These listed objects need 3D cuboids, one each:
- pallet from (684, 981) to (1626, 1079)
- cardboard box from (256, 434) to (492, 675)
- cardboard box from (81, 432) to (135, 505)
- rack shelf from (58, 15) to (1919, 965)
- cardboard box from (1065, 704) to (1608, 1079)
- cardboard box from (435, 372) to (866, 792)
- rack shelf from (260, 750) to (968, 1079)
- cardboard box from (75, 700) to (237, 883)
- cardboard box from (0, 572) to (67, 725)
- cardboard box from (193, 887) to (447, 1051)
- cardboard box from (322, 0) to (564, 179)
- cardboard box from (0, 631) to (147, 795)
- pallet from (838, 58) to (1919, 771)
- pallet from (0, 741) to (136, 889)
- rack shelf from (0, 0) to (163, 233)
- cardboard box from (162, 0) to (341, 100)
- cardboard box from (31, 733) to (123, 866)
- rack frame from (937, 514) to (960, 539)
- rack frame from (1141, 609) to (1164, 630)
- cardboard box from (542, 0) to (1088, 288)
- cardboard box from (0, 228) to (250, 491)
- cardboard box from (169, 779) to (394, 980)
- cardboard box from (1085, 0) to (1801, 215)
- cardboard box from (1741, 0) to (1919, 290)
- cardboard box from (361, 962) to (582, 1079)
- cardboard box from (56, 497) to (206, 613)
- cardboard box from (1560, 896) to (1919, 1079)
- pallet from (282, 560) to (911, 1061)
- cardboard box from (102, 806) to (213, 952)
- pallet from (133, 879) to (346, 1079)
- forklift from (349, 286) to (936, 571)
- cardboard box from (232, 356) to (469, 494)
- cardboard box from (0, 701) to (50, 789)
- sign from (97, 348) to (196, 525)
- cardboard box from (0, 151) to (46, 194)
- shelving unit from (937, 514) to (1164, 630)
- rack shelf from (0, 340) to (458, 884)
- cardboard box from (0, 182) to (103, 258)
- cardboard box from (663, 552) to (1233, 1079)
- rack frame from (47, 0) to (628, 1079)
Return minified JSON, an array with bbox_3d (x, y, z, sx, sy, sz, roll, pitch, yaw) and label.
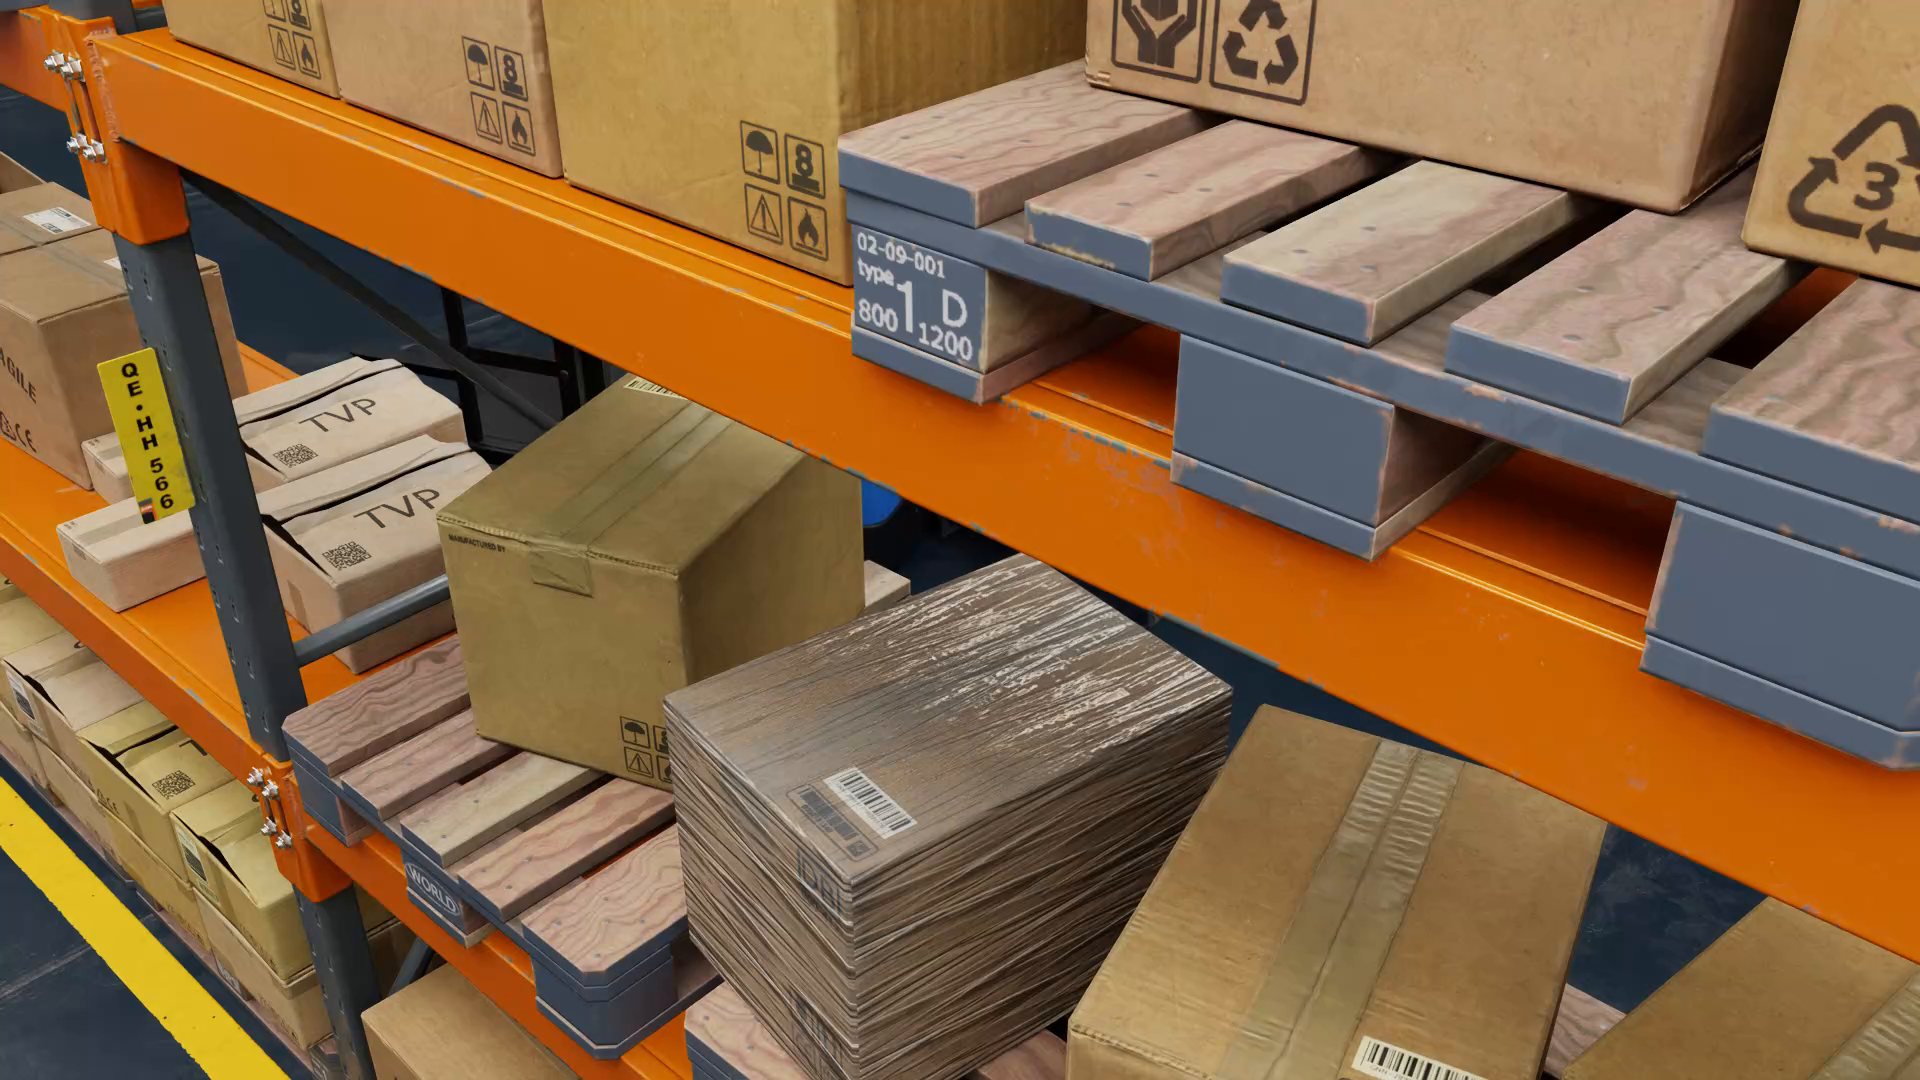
[{"bbox_3d":[0.337,0.850,2.616,1.213,0.211,1.003,25,39,35],"label":"pallet"},{"bbox_3d":[-1.349,-0.008,3.941,0.500,0.311,0.500,-27,40,-37],"label":"cardboard box"},{"bbox_3d":[-2.092,-0.216,4.444,0.380,0.149,0.250,-26,40,-36],"label":"cardboard box"},{"bbox_3d":[0.375,-0.188,1.944,4.000,0.370,1.077,25,39,35],"label":"rack shelf"},{"bbox_3d":[0.506,0.670,2.224,0.500,0.500,0.700,15,34,23],"label":"cardboard box"},{"bbox_3d":[-0.566,0.048,3.257,0.500,0.500,0.700,12,33,19],"label":"cardboard box"},{"bbox_3d":[0.375,1.097,2.717,4.000,0.370,1.077,25,39,35],"label":"rack shelf"},{"bbox_3d":[-2.052,0.590,4.577,0.500,0.311,0.500,24,39,34],"label":"cardboard box"},{"bbox_3d":[-2.794,0.240,5.159,0.500,0.311,0.500,26,40,36],"label":"cardboard box"},{"bbox_3d":[-1.662,1.006,4.430,0.500,0.250,0.500,26,40,36],"label":"cardboard box"},{"bbox_3d":[-0.384,-0.917,2.359,0.500,0.500,0.910,25,39,35],"label":"cardboard box"},{"bbox_3d":[-2.424,0.414,4.869,0.500,0.311,0.500,25,39,35],"label":"cardboard box"},{"bbox_3d":[0.650,-0.334,1.671,1.003,0.211,1.213,25,39,35],"label":"pallet"},{"bbox_3d":[-2.593,0.569,5.600,1.213,0.211,1.003,25,39,35],"label":"pallet"},{"bbox_3d":[-2.591,-1.573,4.243,4.000,0.370,1.077,25,39,35],"label":"rack shelf"},{"bbox_3d":[-0.762,-1.093,2.653,0.500,0.500,0.910,25,39,35],"label":"cardboard box"},{"bbox_3d":[-2.417,0.653,5.015,0.500,0.250,0.500,26,40,36],"label":"cardboard box"},{"bbox_3d":[0.079,-0.751,6.543,0.032,1.500,0.500,24,38,34],"label":"rack frame"},{"bbox_3d":[0.852,-0.410,5.977,0.032,1.500,0.500,24,38,34],"label":"rack frame"},{"bbox_3d":[0.001,-0.737,2.061,0.500,0.500,0.910,25,39,35],"label":"cardboard box"},{"bbox_3d":[-2.363,-0.521,4.610,0.500,0.500,0.500,23,38,33],"label":"cardboard box"},{"bbox_3d":[-1.662,0.767,4.282,0.500,0.311,0.500,26,40,36],"label":"cardboard box"},{"bbox_3d":[0.543,-0.733,1.550,0.600,0.600,0.600,23,38,33],"label":"cardboard box"},{"bbox_3d":[1.023,-0.495,1.155,0.600,0.600,0.600,25,39,35],"label":"cardboard box"},{"bbox_3d":[-0.963,1.246,3.770,0.500,0.500,0.500,27,40,37],"label":"cardboard box"},{"bbox_3d":[-1.960,-0.002,4.088,0.250,0.149,0.380,25,39,35],"label":"cardboard box"},{"bbox_3d":[1.104,0.795,2.017,0.700,0.500,0.500,-22,38,-32],"label":"cardboard box"},{"bbox_3d":[-0.559,0.386,3.386,1.003,0.211,1.213,25,39,35],"label":"pallet"},{"bbox_3d":[-2.047,0.829,4.724,0.500,0.250,0.500,25,39,35],"label":"cardboard box"},{"bbox_3d":[-1.692,0.991,4.899,1.213,0.211,1.003,25,39,35],"label":"pallet"},{"bbox_3d":[-1.539,-1.543,6.471,3.031,2.935,1.130,11,33,17],"label":"forklift"},{"bbox_3d":[-1.641,-0.249,4.342,0.500,0.311,0.500,25,39,35],"label":"cardboard box"},{"bbox_3d":[-2.801,0.477,5.309,0.500,0.250,0.500,26,40,36],"label":"cardboard box"},{"bbox_3d":[-1.478,-0.186,3.028,0.005,0.325,0.100,25,39,35],"label":"sign"},{"bbox_3d":[-3.125,-0.876,5.201,0.500,0.500,0.500,-26,40,-36],"label":"cardboard box"},{"bbox_3d":[0.466,-0.580,6.260,1.048,1.500,0.538,24,38,34],"label":"shelving unit"},{"bbox_3d":[-2.591,-0.288,5.017,4.000,0.370,1.077,25,39,35],"label":"rack shelf"},{"bbox_3d":[-2.754,-0.703,4.913,0.500,0.500,0.500,25,39,35],"label":"cardboard box"},{"bbox_3d":[-0.016,0.438,2.610,0.700,0.500,0.500,-21,37,-31],"label":"cardboard box"},{"bbox_3d":[-1.108,0.096,3.682,0.127,3.000,1.000,25,39,35],"label":"rack frame"}]
